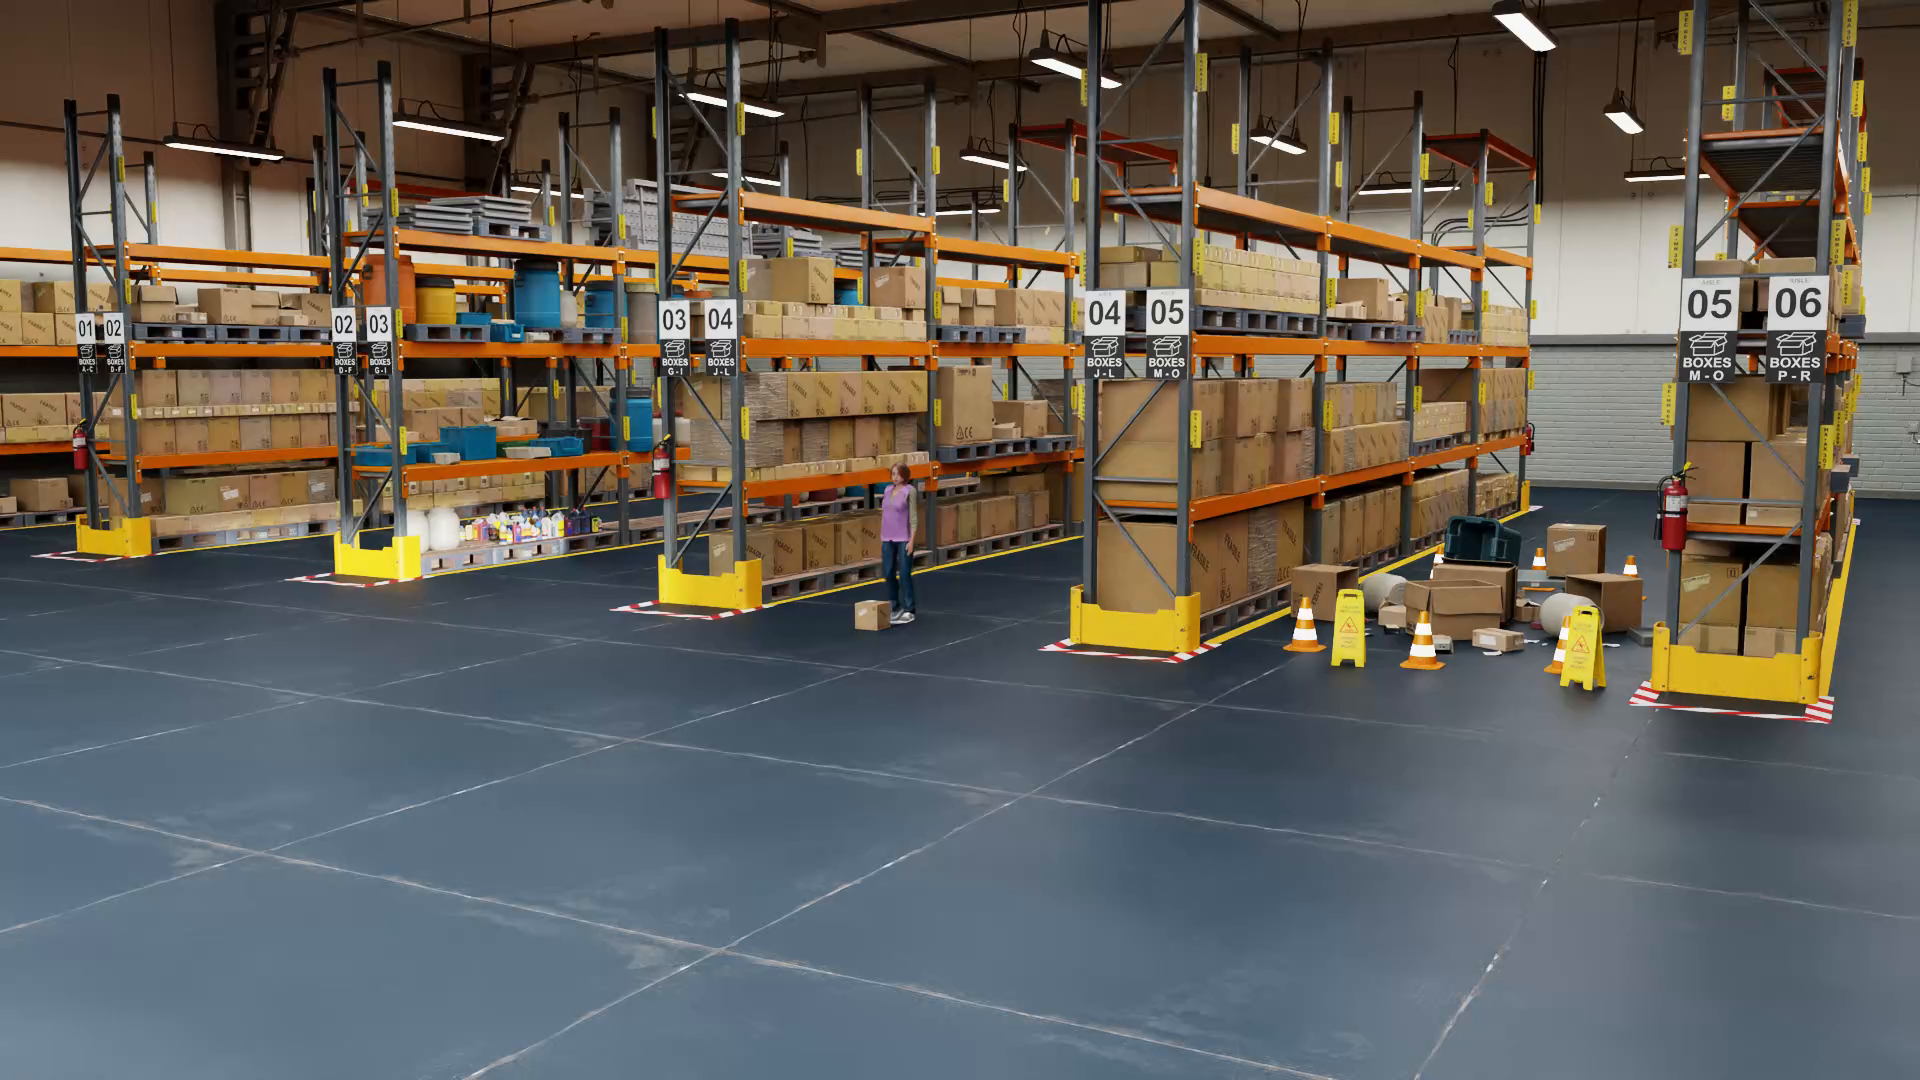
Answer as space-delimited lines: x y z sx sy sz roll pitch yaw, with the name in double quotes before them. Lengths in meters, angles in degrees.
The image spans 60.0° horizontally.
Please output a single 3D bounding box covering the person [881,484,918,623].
"person" -0.615 0.140 16.422 0.361 1.387 0.300 4 7 30
